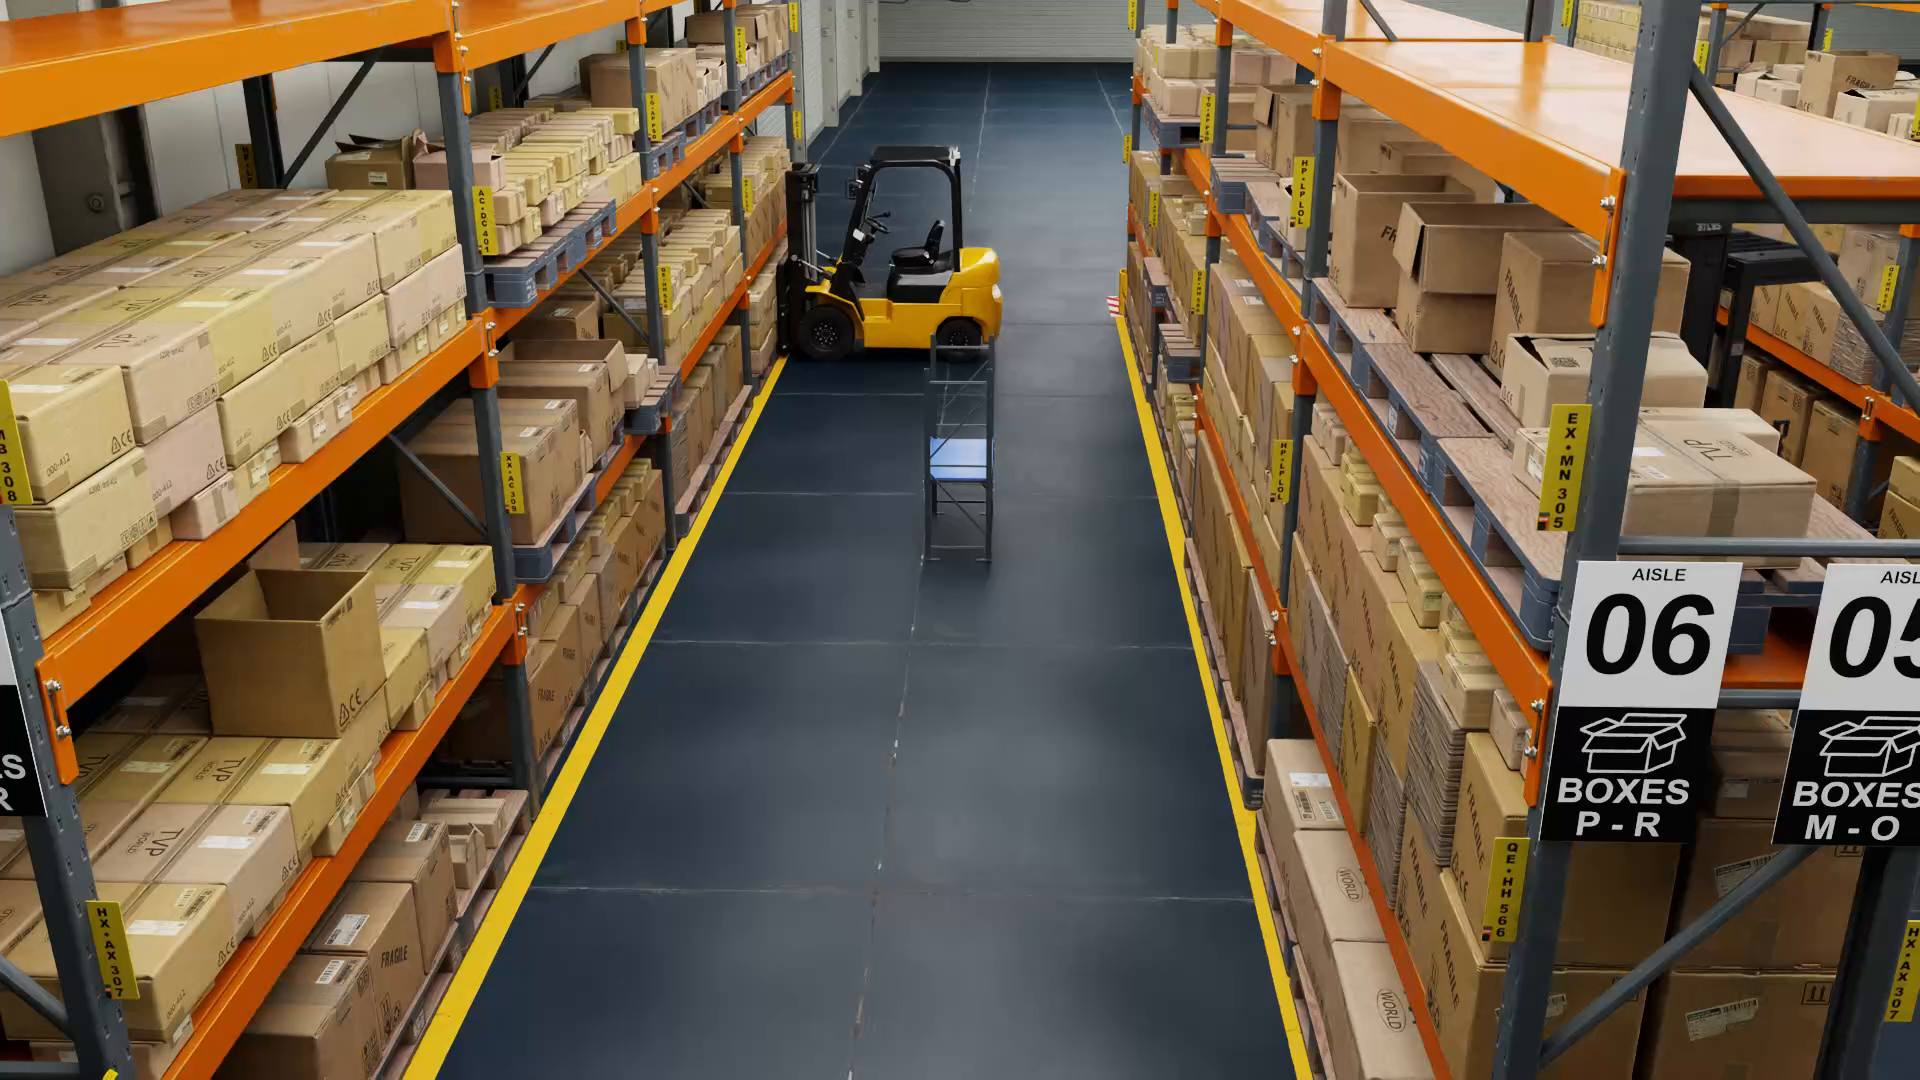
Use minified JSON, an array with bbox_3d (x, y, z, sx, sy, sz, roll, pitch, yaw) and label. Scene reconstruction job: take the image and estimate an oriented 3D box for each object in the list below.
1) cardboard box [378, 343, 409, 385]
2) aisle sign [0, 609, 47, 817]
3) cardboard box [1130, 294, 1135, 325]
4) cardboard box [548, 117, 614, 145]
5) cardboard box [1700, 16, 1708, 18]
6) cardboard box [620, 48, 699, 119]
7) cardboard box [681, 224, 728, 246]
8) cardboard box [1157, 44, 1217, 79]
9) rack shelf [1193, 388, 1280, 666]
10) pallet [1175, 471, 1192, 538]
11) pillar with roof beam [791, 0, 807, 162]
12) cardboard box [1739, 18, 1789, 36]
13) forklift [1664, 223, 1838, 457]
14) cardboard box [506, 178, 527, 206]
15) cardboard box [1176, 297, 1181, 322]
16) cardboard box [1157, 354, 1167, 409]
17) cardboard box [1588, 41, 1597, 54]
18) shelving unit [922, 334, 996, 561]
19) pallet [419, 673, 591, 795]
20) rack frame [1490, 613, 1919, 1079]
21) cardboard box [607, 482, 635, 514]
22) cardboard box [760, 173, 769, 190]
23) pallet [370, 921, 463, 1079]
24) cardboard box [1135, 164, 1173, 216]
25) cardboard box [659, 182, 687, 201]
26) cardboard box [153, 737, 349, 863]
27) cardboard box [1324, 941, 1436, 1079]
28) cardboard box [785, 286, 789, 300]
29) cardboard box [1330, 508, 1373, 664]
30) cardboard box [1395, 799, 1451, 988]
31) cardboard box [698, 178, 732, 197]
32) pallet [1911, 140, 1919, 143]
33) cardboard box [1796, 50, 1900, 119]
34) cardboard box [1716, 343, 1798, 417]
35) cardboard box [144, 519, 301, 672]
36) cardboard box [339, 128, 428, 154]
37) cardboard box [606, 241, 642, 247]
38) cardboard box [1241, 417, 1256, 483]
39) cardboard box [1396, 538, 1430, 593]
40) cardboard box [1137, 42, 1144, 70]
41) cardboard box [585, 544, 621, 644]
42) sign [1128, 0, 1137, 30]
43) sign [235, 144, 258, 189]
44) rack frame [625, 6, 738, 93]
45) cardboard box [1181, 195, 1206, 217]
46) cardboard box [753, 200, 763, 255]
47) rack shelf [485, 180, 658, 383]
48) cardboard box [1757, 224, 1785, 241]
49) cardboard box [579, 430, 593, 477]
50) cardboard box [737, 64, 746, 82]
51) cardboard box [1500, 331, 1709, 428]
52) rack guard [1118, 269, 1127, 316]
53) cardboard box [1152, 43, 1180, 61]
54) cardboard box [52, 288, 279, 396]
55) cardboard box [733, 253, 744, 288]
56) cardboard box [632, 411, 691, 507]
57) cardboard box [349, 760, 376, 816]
[{"bbox_3d":[-2.572,-0.763,7.048,0.380,0.149,0.250,1,21,1],"label":"cardboard box"},{"bbox_3d":[-2.647,0.373,4.326,0.394,0.787,0.004,1,21,2],"label":"aisle sign"},{"bbox_3d":[2.186,-2.615,18.843,0.500,0.250,0.500,1,21,4],"label":"cardboard box"},{"bbox_3d":[-2.481,-2.670,10.862,0.380,0.149,0.250,0,21,0],"label":"cardboard box"},{"bbox_3d":[7.056,-5.014,16.184,0.380,0.149,0.250,1,21,3],"label":"cardboard box"},{"bbox_3d":[-2.398,-3.650,13.285,0.500,0.500,0.500,1,21,3],"label":"cardboard box"},{"bbox_3d":[-2.287,-2.726,14.874,0.380,0.149,0.250,0,21,0],"label":"cardboard box"},{"bbox_3d":[1.965,-4.098,14.233,0.500,0.250,0.500,0,21,0],"label":"cardboard box"},{"bbox_3d":[2.206,-0.223,10.452,1.077,0.370,4.000,1,21,2],"label":"rack shelf"},{"bbox_3d":[2.292,-0.264,13.418,1.003,0.211,1.213,1,21,2],"label":"pallet"},{"bbox_3d":[1.294,-11.074,29.129,9.100,9.000,0.400,1,21,2],"label":"pillar with roof beam"},{"bbox_3d":[7.704,-4.917,15.935,0.380,0.149,0.250,0,21,1],"label":"cardboard box"},{"bbox_3d":[5.229,-1.062,11.713,3.031,2.935,1.130,-6,22,-16],"label":"forklift"},{"bbox_3d":[-2.432,-1.752,8.467,0.380,0.149,0.250,1,21,3],"label":"cardboard box"},{"bbox_3d":[1.950,-1.861,13.446,0.380,0.149,0.250,1,21,3],"label":"cardboard box"},{"bbox_3d":[2.375,-1.509,15.824,0.950,0.372,0.625,1,21,2],"label":"cardboard box"},{"bbox_3d":[7.115,-5.377,18.222,0.380,0.149,0.250,1,21,2],"label":"cardboard box"},{"bbox_3d":[0.003,-0.730,12.837,0.538,1.500,1.048,1,21,2],"label":"shelving unit"},{"bbox_3d":[-2.830,1.117,9.859,1.003,0.211,1.213,1,21,2],"label":"pallet"},{"bbox_3d":[2.023,1.611,4.731,1.000,3.000,0.127,1,21,2],"label":"rack frame"},{"bbox_3d":[-2.486,-0.293,11.615,0.380,0.149,0.250,0,21,0],"label":"cardboard box"},{"bbox_3d":[-2.234,-3.802,17.645,0.380,0.149,0.250,0,21,1],"label":"cardboard box"},{"bbox_3d":[-2.873,2.102,7.320,1.003,0.211,1.213,1,21,2],"label":"pallet"},{"bbox_3d":[2.192,-3.820,18.177,0.500,0.500,0.500,0,21,1],"label":"cardboard box"},{"bbox_3d":[-2.866,-3.388,16.167,0.380,0.149,0.250,1,21,2],"label":"cardboard box"},{"bbox_3d":[-2.628,0.962,6.199,0.500,0.250,0.500,0,21,1],"label":"cardboard box"},{"bbox_3d":[1.963,2.039,6.589,0.875,0.438,0.875,1,21,3],"label":"cardboard box"},{"bbox_3d":[-2.175,-2.827,18.698,0.500,0.250,0.500,0,21,0],"label":"cardboard box"},{"bbox_3d":[1.840,0.189,6.875,0.500,0.500,0.500,1,21,3],"label":"cardboard box"},{"bbox_3d":[1.804,1.206,5.637,0.500,0.500,0.500,0,21,0],"label":"cardboard box"},{"bbox_3d":[-2.367,-3.477,16.397,0.380,0.149,0.250,1,21,2],"label":"cardboard box"},{"bbox_3d":[7.184,-2.808,12.233,1.213,0.211,1.003,2,21,4],"label":"pallet"},{"bbox_3d":[6.990,-3.583,13.113,0.500,0.500,0.500,1,21,2],"label":"cardboard box"},{"bbox_3d":[7.377,-1.283,14.718,1.050,0.750,0.750,1,21,2],"label":"cardboard box"},{"bbox_3d":[-3.128,0.228,7.053,0.500,0.500,0.500,0,21,0],"label":"cardboard box"},{"bbox_3d":[-2.901,-1.952,8.410,0.396,0.266,0.258,1,21,2],"label":"cardboard box"},{"bbox_3d":[-2.891,-2.455,14.174,0.380,0.149,0.250,1,21,2],"label":"cardboard box"},{"bbox_3d":[1.933,-0.529,9.762,0.500,0.250,0.500,1,21,3],"label":"cardboard box"},{"bbox_3d":[1.845,0.107,6.189,0.380,0.149,0.250,1,21,3],"label":"cardboard box"},{"bbox_3d":[2.203,-5.281,18.141,0.500,0.250,0.500,0,21,1],"label":"cardboard box"},{"bbox_3d":[-2.529,0.348,10.861,0.500,0.500,0.500,0,21,0],"label":"cardboard box"},{"bbox_3d":[1.968,-5.986,18.955,0.100,0.325,0.005,1,21,2],"label":"sign"},{"bbox_3d":[-3.371,-1.717,7.901,0.100,0.325,0.005,1,21,2],"label":"sign"},{"bbox_3d":[-2.573,-5.578,14.965,1.000,3.000,0.127,1,21,2],"label":"rack frame"},{"bbox_3d":[2.090,-2.851,14.204,0.380,0.149,0.250,2,21,5],"label":"cardboard box"},{"bbox_3d":[-2.299,-3.174,16.924,0.500,0.500,0.500,1,21,3],"label":"cardboard box"},{"bbox_3d":[-2.756,-1.675,10.047,1.077,0.370,4.000,1,21,2],"label":"rack shelf"},{"bbox_3d":[7.301,-2.675,14.255,0.700,0.500,0.500,1,21,2],"label":"cardboard box"},{"bbox_3d":[-2.391,-0.520,9.828,0.396,0.266,0.258,2,21,4],"label":"cardboard box"},{"bbox_3d":[-2.256,-4.464,15.869,0.380,0.149,0.250,1,21,3],"label":"cardboard box"},{"bbox_3d":[2.119,-0.529,5.504,0.500,0.311,0.500,1,21,3],"label":"cardboard box"},{"bbox_3d":[2.508,-2.981,20.022,1.175,0.500,0.348,1,21,2],"label":"rack guard"},{"bbox_3d":[2.085,-4.781,16.303,0.380,0.149,0.250,1,21,3],"label":"cardboard box"},{"bbox_3d":[-2.638,-0.666,5.557,0.500,0.250,0.500,0,21,1],"label":"cardboard box"},{"bbox_3d":[-2.327,-2.526,15.600,0.500,0.250,0.500,1,21,3],"label":"cardboard box"},{"bbox_3d":[-2.662,-0.649,13.257,0.875,0.625,0.625,1,21,3],"label":"cardboard box"},{"bbox_3d":[-2.577,0.998,6.657,0.380,0.149,0.250,1,21,3],"label":"cardboard box"}]
